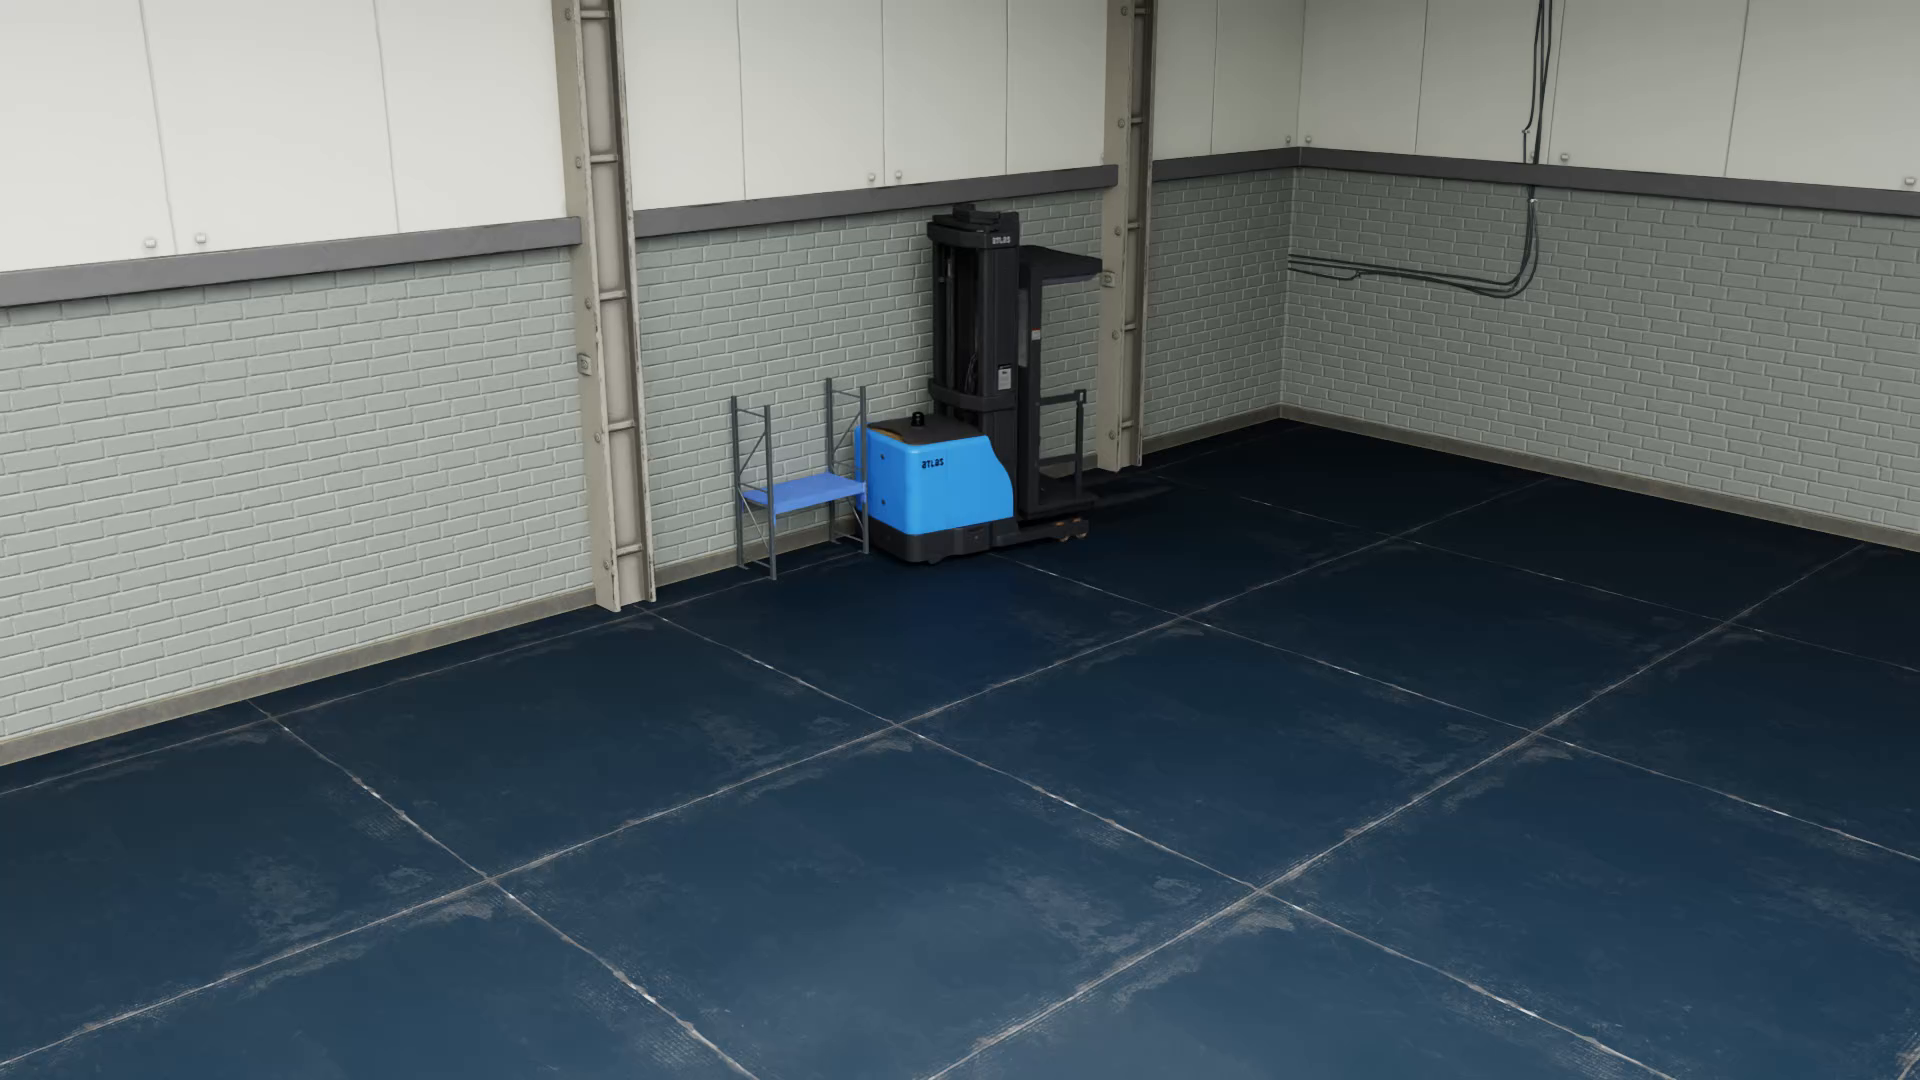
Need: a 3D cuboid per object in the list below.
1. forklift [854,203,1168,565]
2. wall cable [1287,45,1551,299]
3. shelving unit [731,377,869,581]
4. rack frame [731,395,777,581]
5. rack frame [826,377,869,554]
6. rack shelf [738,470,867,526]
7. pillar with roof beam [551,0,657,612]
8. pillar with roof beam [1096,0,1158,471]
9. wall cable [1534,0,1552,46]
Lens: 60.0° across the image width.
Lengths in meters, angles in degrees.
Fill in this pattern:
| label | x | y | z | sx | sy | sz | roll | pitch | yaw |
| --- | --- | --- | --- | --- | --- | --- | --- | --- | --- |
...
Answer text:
| label | x | y | z | sx | sy | sz | roll | pitch | yaw |
| --- | --- | --- | --- | --- | --- | --- | --- | --- | --- |
| forklift | 0.559 | -1.518 | 14.914 | 3.031 | 2.935 | 1.130 | -12 | 22 | -33 |
| wall cable | 4.705 | -3.904 | 17.471 | 0.112 | 2.526 | 3.097 | -16 | 24 | -41 |
| shelving unit | -1.354 | -0.540 | 14.218 | 1.048 | 1.500 | 0.538 | -16 | 24 | -41 |
| rack frame | -1.723 | -0.432 | 13.886 | 0.032 | 1.500 | 0.500 | -16 | 24 | -41 |
| rack frame | -0.984 | -0.648 | 14.551 | 0.032 | 1.500 | 0.500 | -16 | 24 | -41 |
| rack shelf | -1.354 | -0.369 | 14.274 | 1.000 | 0.185 | 0.538 | -16 | 24 | -41 |
| pillar with roof beam | 0.254 | -2.817 | 9.084 | 0.400 | 9.000 | 9.100 | -16 | 24 | -41 |
| pillar with roof beam | 4.614 | -4.089 | 13.005 | 0.400 | 9.000 | 9.100 | -16 | 24 | -41 |
| wall cable | 6.564 | -5.700 | 14.822 | 0.112 | 2.526 | 3.097 | -16 | 24 | -41 |
